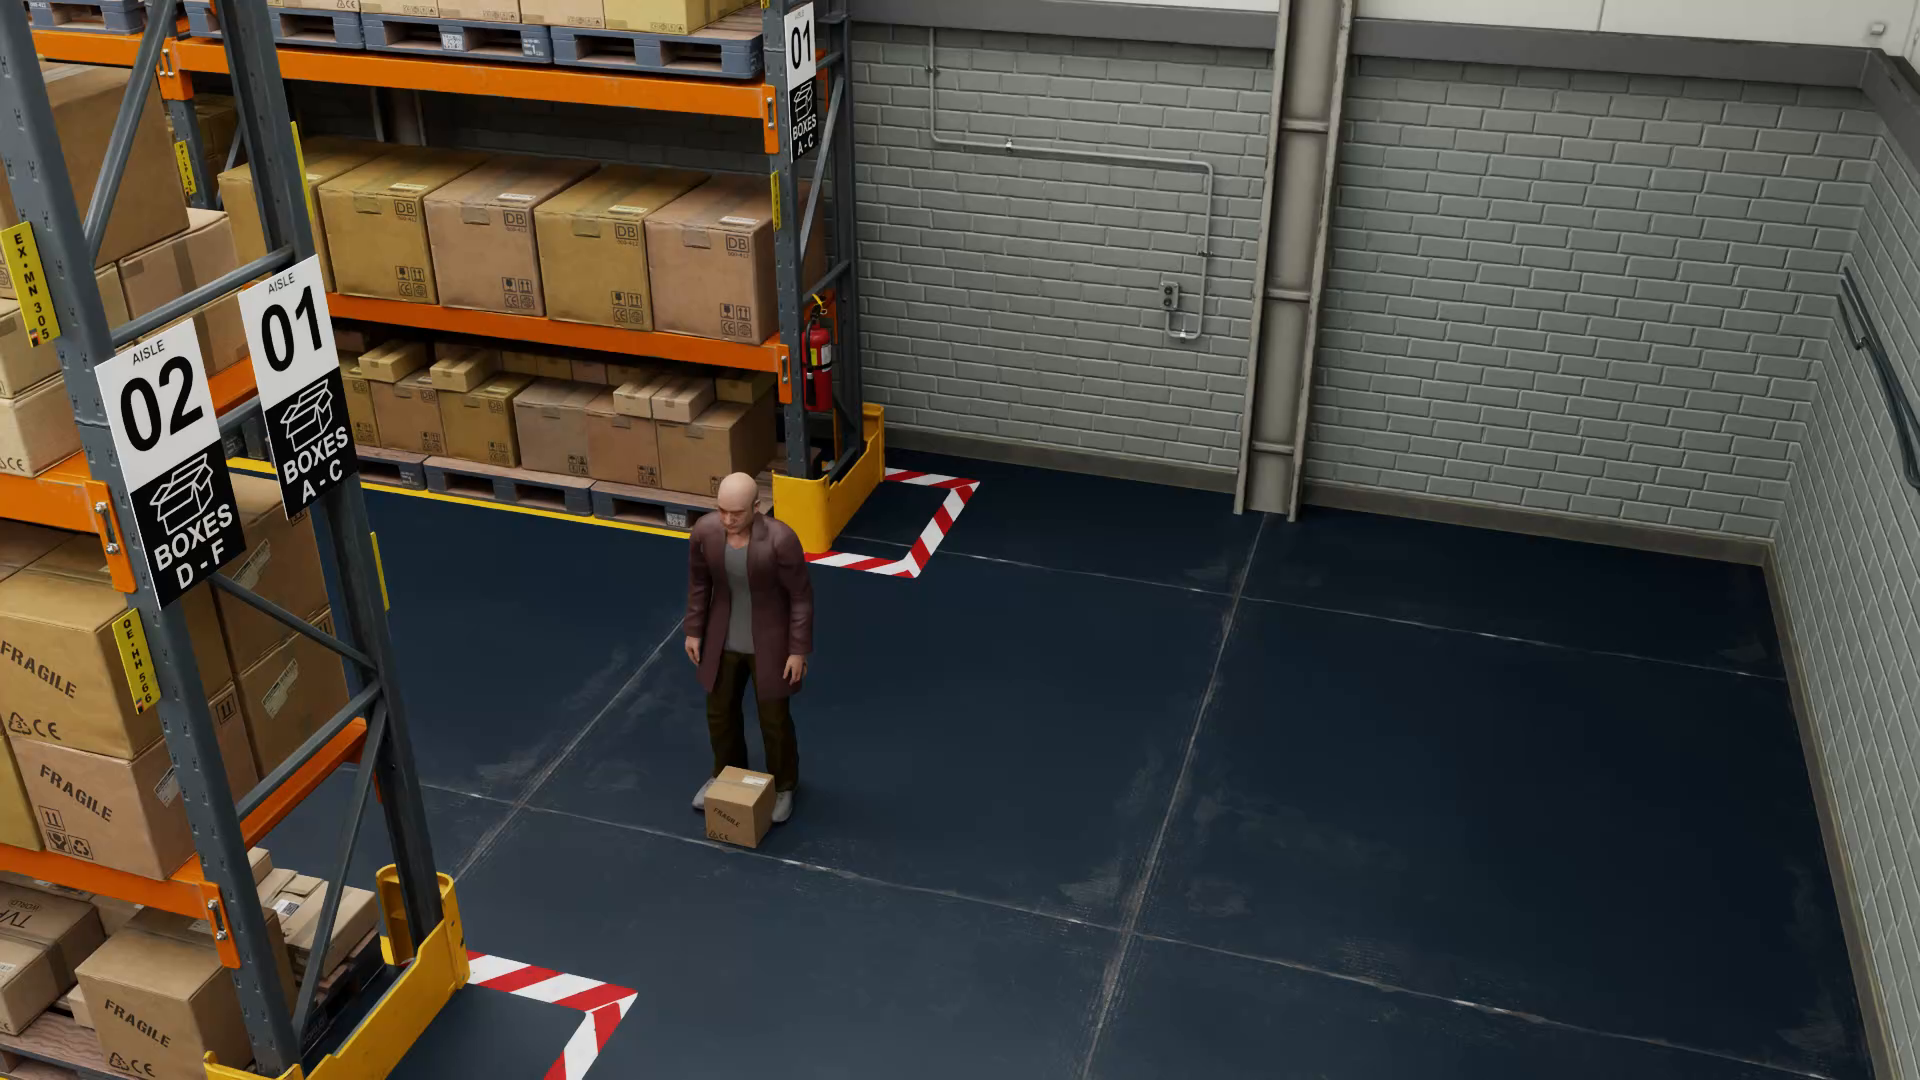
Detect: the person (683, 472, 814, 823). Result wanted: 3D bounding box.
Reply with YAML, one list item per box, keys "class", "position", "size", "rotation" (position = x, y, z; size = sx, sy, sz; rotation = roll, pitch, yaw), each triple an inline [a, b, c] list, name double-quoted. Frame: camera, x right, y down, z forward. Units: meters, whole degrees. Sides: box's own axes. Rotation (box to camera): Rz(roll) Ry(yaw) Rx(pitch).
- class: "person"
  position: [-0.974, 0.474, 7.669]
  size: [0.644, 1.774, 0.425]
  rotation: [9, 30, 15]
